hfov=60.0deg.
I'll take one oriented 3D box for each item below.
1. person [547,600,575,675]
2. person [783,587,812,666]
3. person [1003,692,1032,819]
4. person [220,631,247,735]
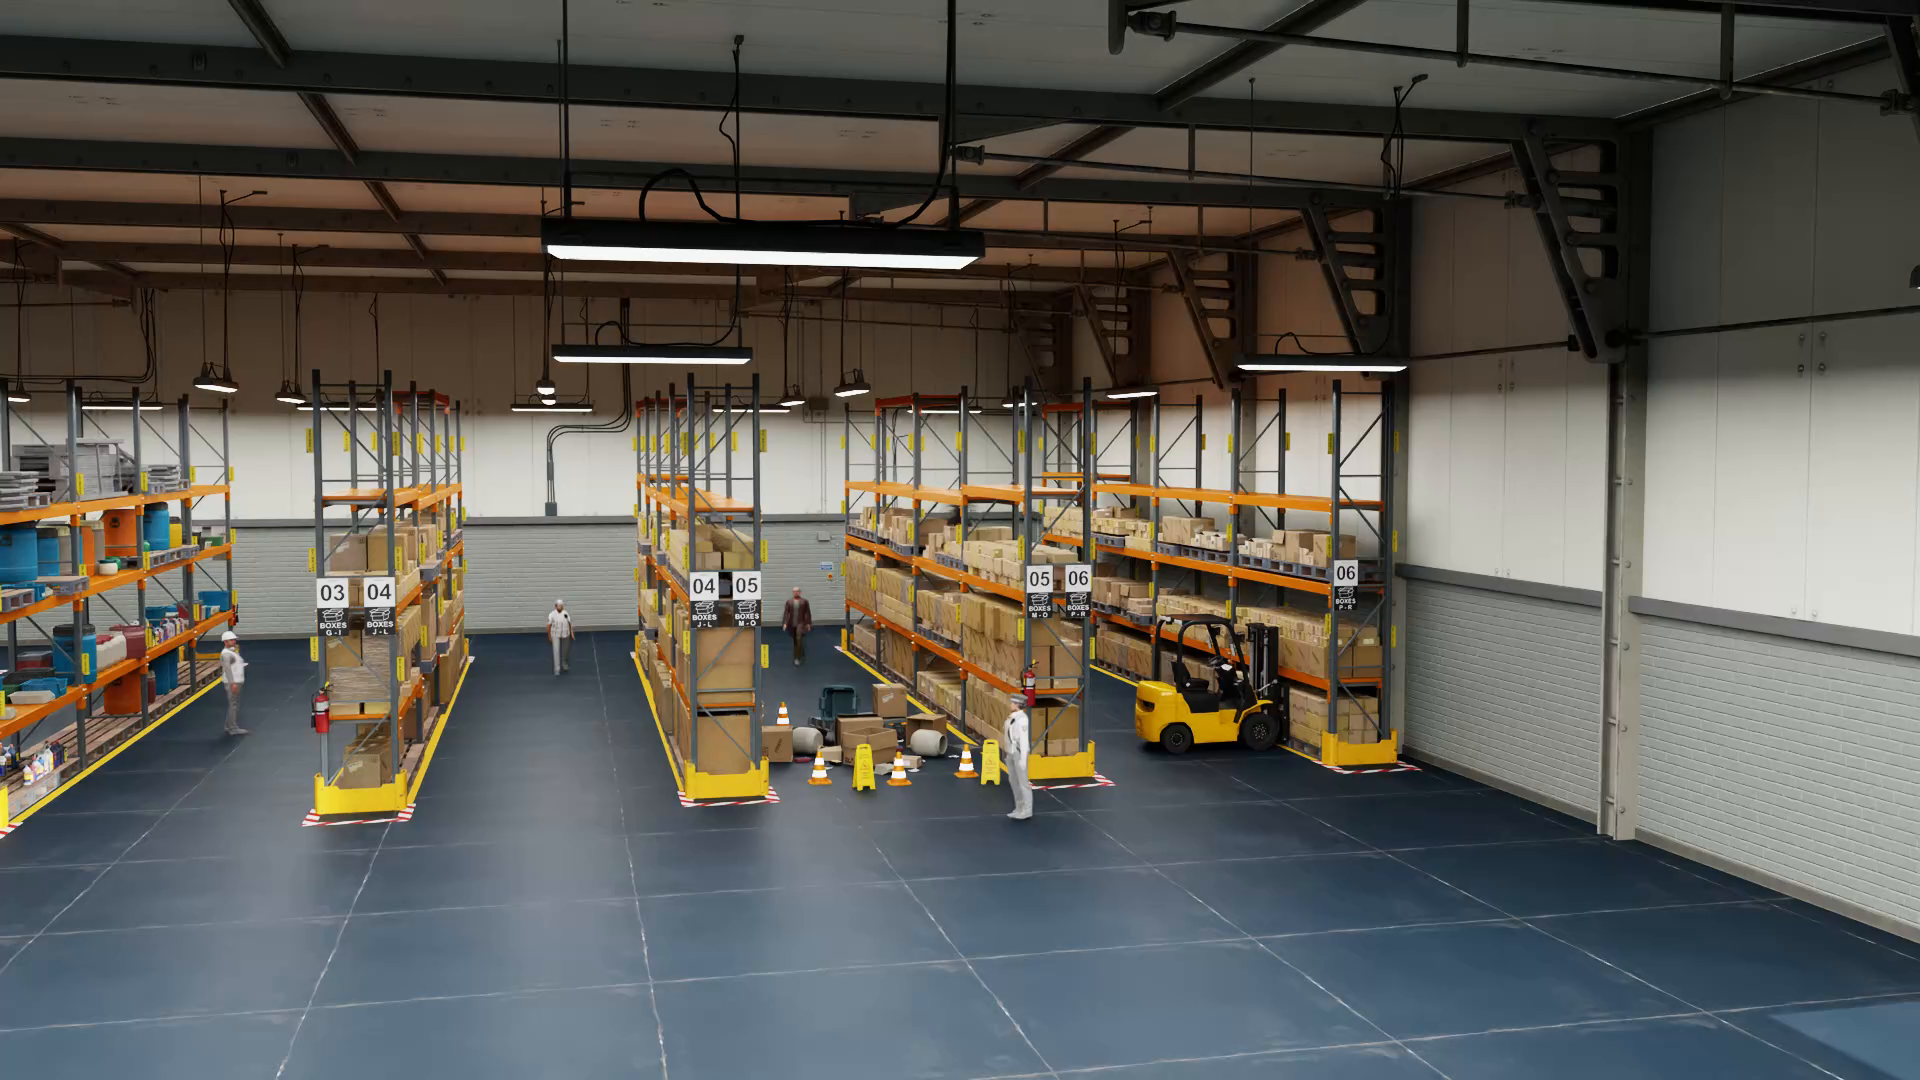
[{"bbox_3d":[-8.689,2.102,36.194,0.585,1.615,0.976,-1,3,-15],"label":"person"},{"bbox_3d":[-3.733,1.935,37.690,0.578,1.737,0.974,1,4,20],"label":"person"},{"bbox_3d":[0.770,2.891,22.191,0.375,1.723,0.577,-1,4,-21],"label":"person"},{"bbox_3d":[-12.522,2.470,28.652,0.398,1.804,0.551,-2,4,-27],"label":"person"}]
